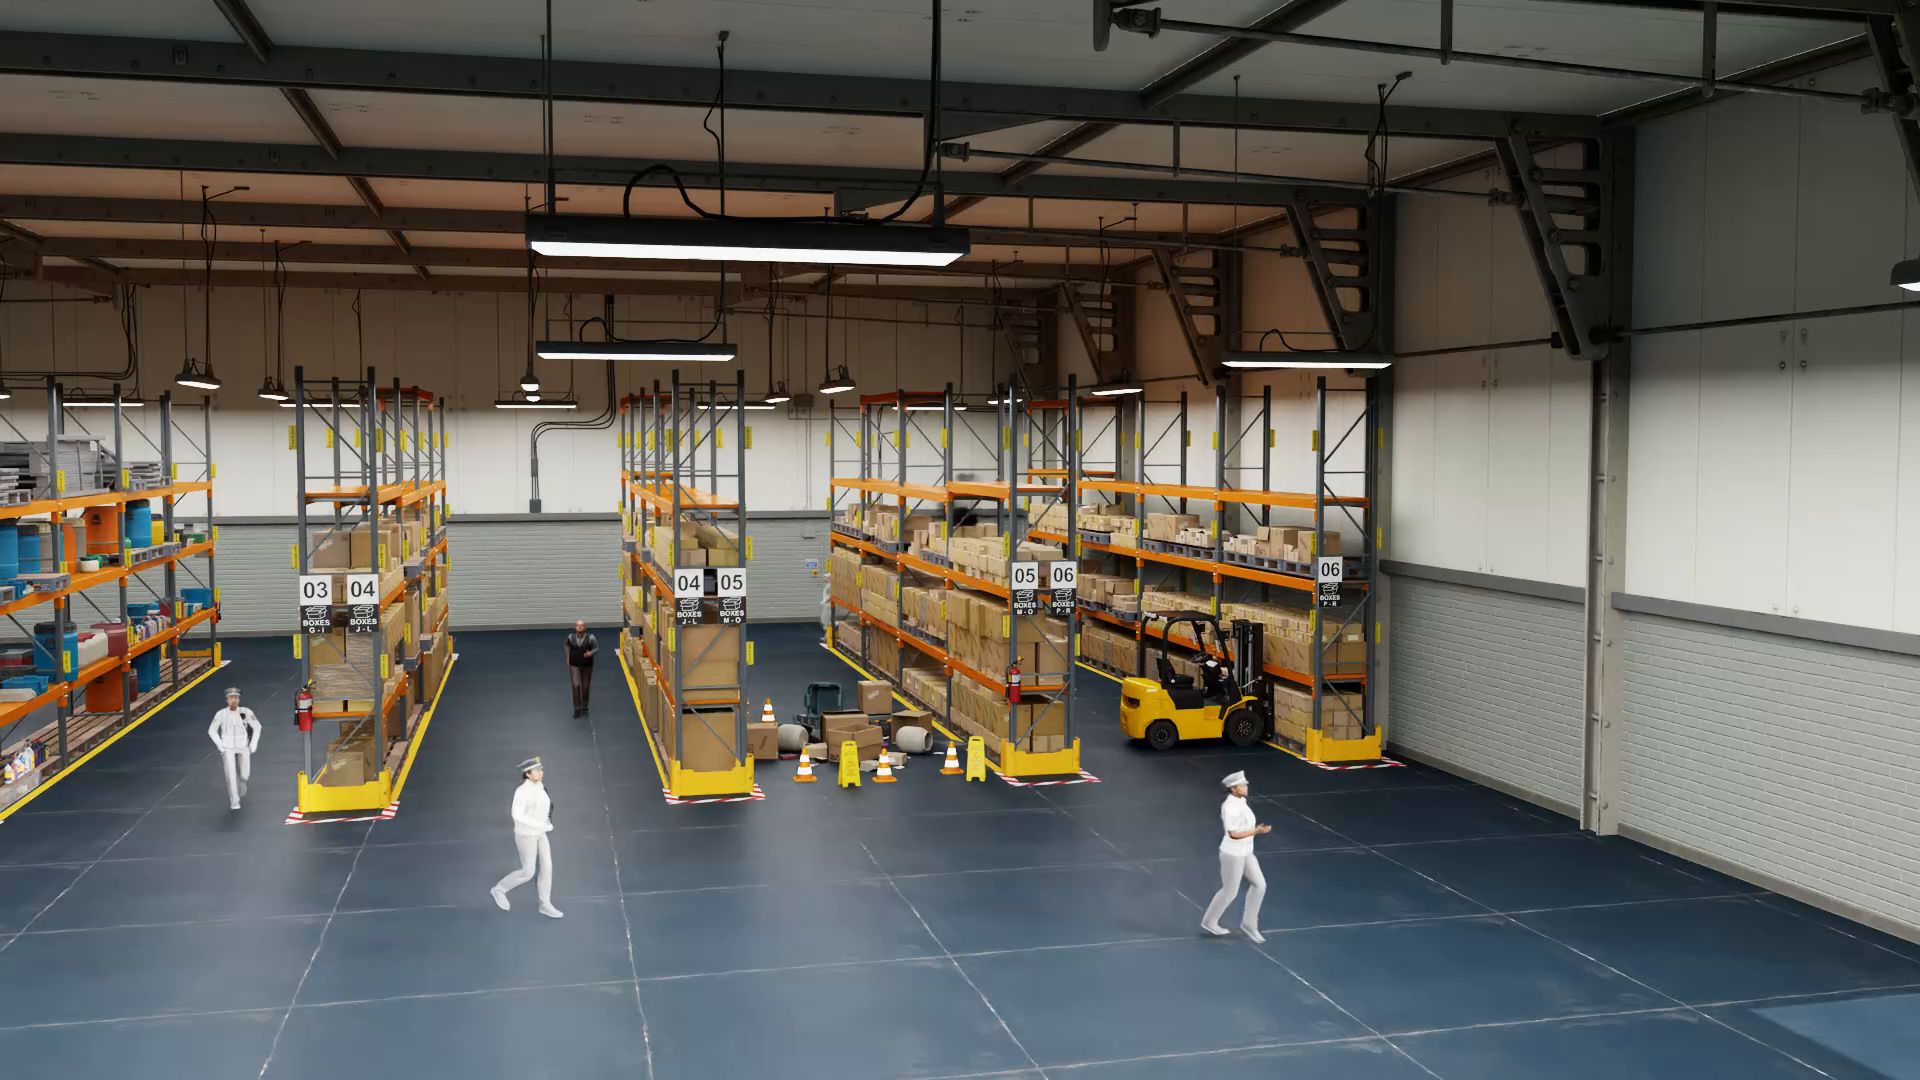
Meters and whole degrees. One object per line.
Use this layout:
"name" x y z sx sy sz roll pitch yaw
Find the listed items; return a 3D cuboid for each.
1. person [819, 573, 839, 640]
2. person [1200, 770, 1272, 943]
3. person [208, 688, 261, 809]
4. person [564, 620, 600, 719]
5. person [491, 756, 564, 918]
"person" -3.213 1.664 41.656 0.661 1.732 0.697 0 3 1
"person" 2.769 3.166 16.607 0.714 1.757 0.556 2 4 27
"person" -9.893 2.818 22.694 0.667 1.644 0.564 -2 4 -26
"person" -6.882 2.333 30.297 0.649 1.758 0.834 -1 3 -12
"person" -4.549 3.119 17.531 0.784 1.705 0.640 1 4 14
